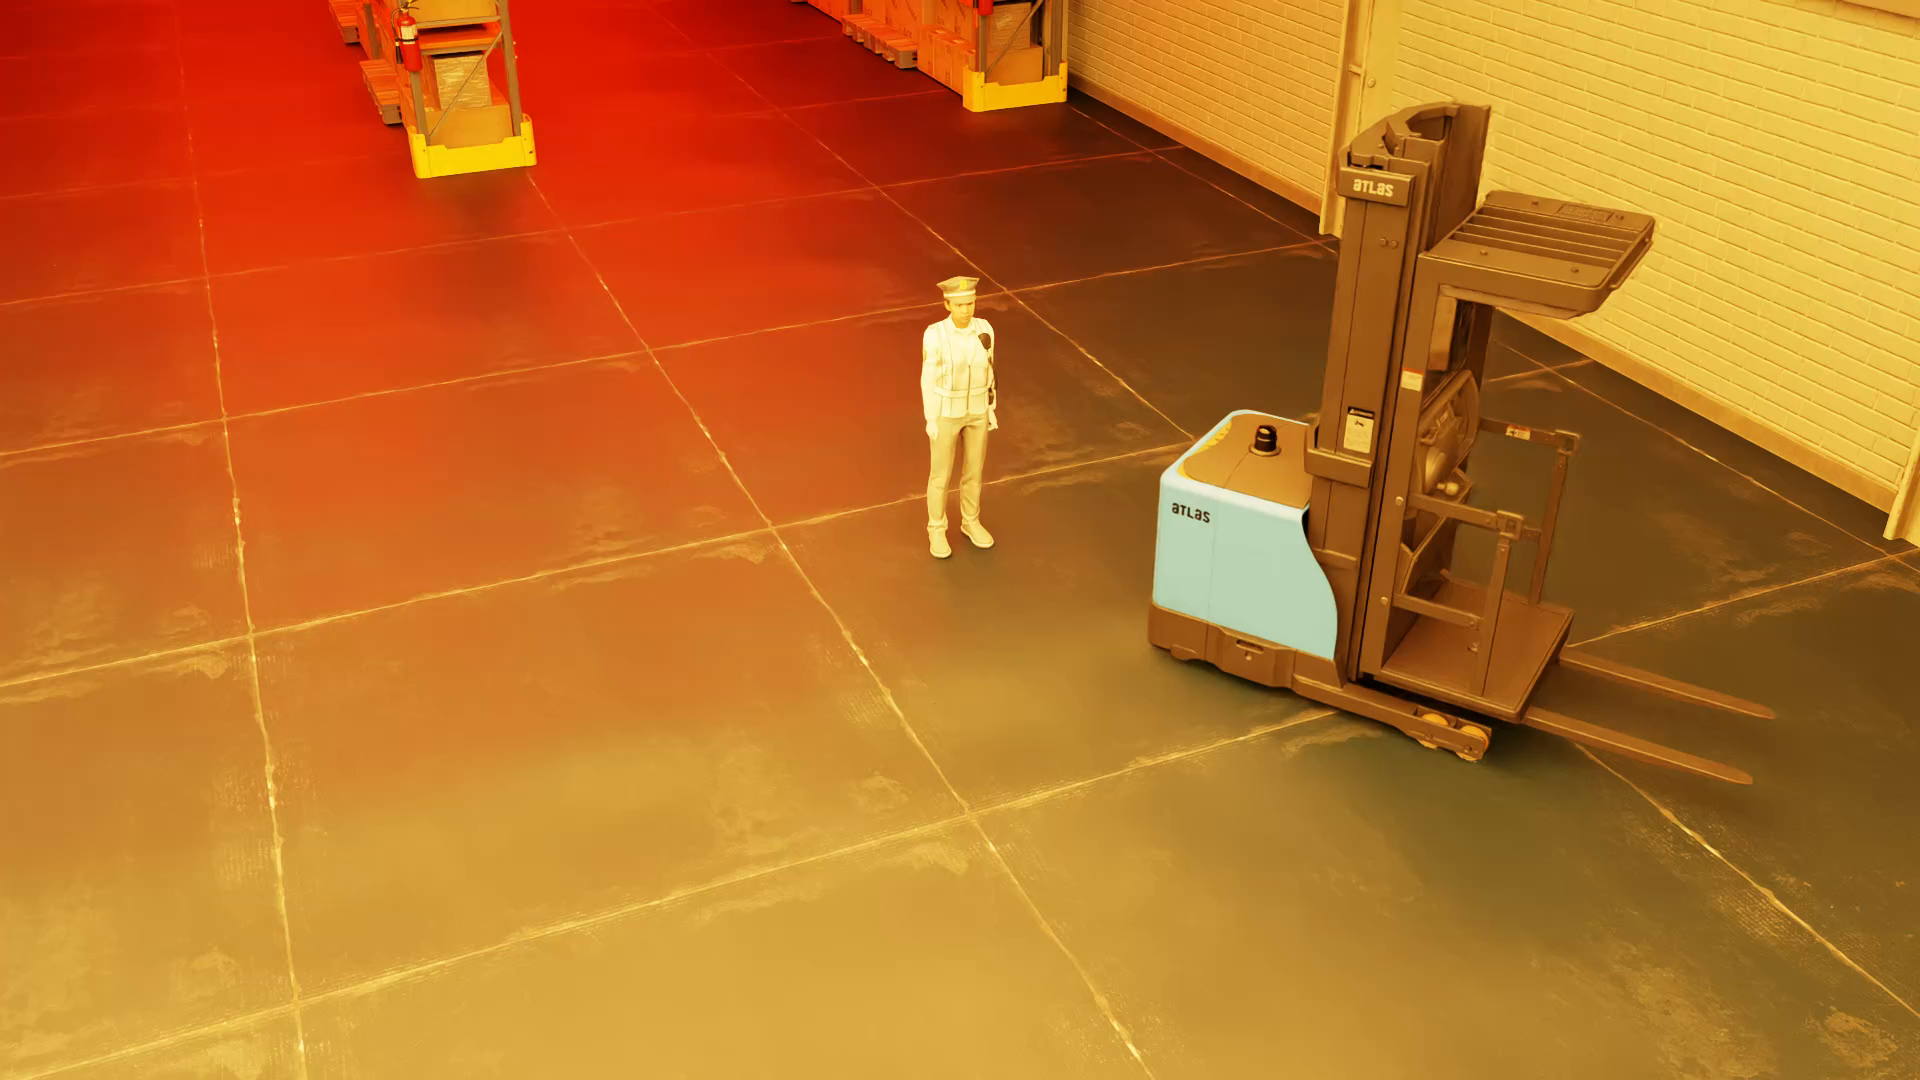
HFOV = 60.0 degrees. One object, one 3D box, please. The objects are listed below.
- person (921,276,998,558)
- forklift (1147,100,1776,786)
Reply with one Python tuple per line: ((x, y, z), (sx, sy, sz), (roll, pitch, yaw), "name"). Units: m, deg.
((0.005, -0.734, 9.656), (0.461, 1.694, 0.353), (-12, 32, -20), "person")
((2.536, -0.491, 7.978), (3.031, 2.935, 1.130), (17, 34, 27), "forklift")
